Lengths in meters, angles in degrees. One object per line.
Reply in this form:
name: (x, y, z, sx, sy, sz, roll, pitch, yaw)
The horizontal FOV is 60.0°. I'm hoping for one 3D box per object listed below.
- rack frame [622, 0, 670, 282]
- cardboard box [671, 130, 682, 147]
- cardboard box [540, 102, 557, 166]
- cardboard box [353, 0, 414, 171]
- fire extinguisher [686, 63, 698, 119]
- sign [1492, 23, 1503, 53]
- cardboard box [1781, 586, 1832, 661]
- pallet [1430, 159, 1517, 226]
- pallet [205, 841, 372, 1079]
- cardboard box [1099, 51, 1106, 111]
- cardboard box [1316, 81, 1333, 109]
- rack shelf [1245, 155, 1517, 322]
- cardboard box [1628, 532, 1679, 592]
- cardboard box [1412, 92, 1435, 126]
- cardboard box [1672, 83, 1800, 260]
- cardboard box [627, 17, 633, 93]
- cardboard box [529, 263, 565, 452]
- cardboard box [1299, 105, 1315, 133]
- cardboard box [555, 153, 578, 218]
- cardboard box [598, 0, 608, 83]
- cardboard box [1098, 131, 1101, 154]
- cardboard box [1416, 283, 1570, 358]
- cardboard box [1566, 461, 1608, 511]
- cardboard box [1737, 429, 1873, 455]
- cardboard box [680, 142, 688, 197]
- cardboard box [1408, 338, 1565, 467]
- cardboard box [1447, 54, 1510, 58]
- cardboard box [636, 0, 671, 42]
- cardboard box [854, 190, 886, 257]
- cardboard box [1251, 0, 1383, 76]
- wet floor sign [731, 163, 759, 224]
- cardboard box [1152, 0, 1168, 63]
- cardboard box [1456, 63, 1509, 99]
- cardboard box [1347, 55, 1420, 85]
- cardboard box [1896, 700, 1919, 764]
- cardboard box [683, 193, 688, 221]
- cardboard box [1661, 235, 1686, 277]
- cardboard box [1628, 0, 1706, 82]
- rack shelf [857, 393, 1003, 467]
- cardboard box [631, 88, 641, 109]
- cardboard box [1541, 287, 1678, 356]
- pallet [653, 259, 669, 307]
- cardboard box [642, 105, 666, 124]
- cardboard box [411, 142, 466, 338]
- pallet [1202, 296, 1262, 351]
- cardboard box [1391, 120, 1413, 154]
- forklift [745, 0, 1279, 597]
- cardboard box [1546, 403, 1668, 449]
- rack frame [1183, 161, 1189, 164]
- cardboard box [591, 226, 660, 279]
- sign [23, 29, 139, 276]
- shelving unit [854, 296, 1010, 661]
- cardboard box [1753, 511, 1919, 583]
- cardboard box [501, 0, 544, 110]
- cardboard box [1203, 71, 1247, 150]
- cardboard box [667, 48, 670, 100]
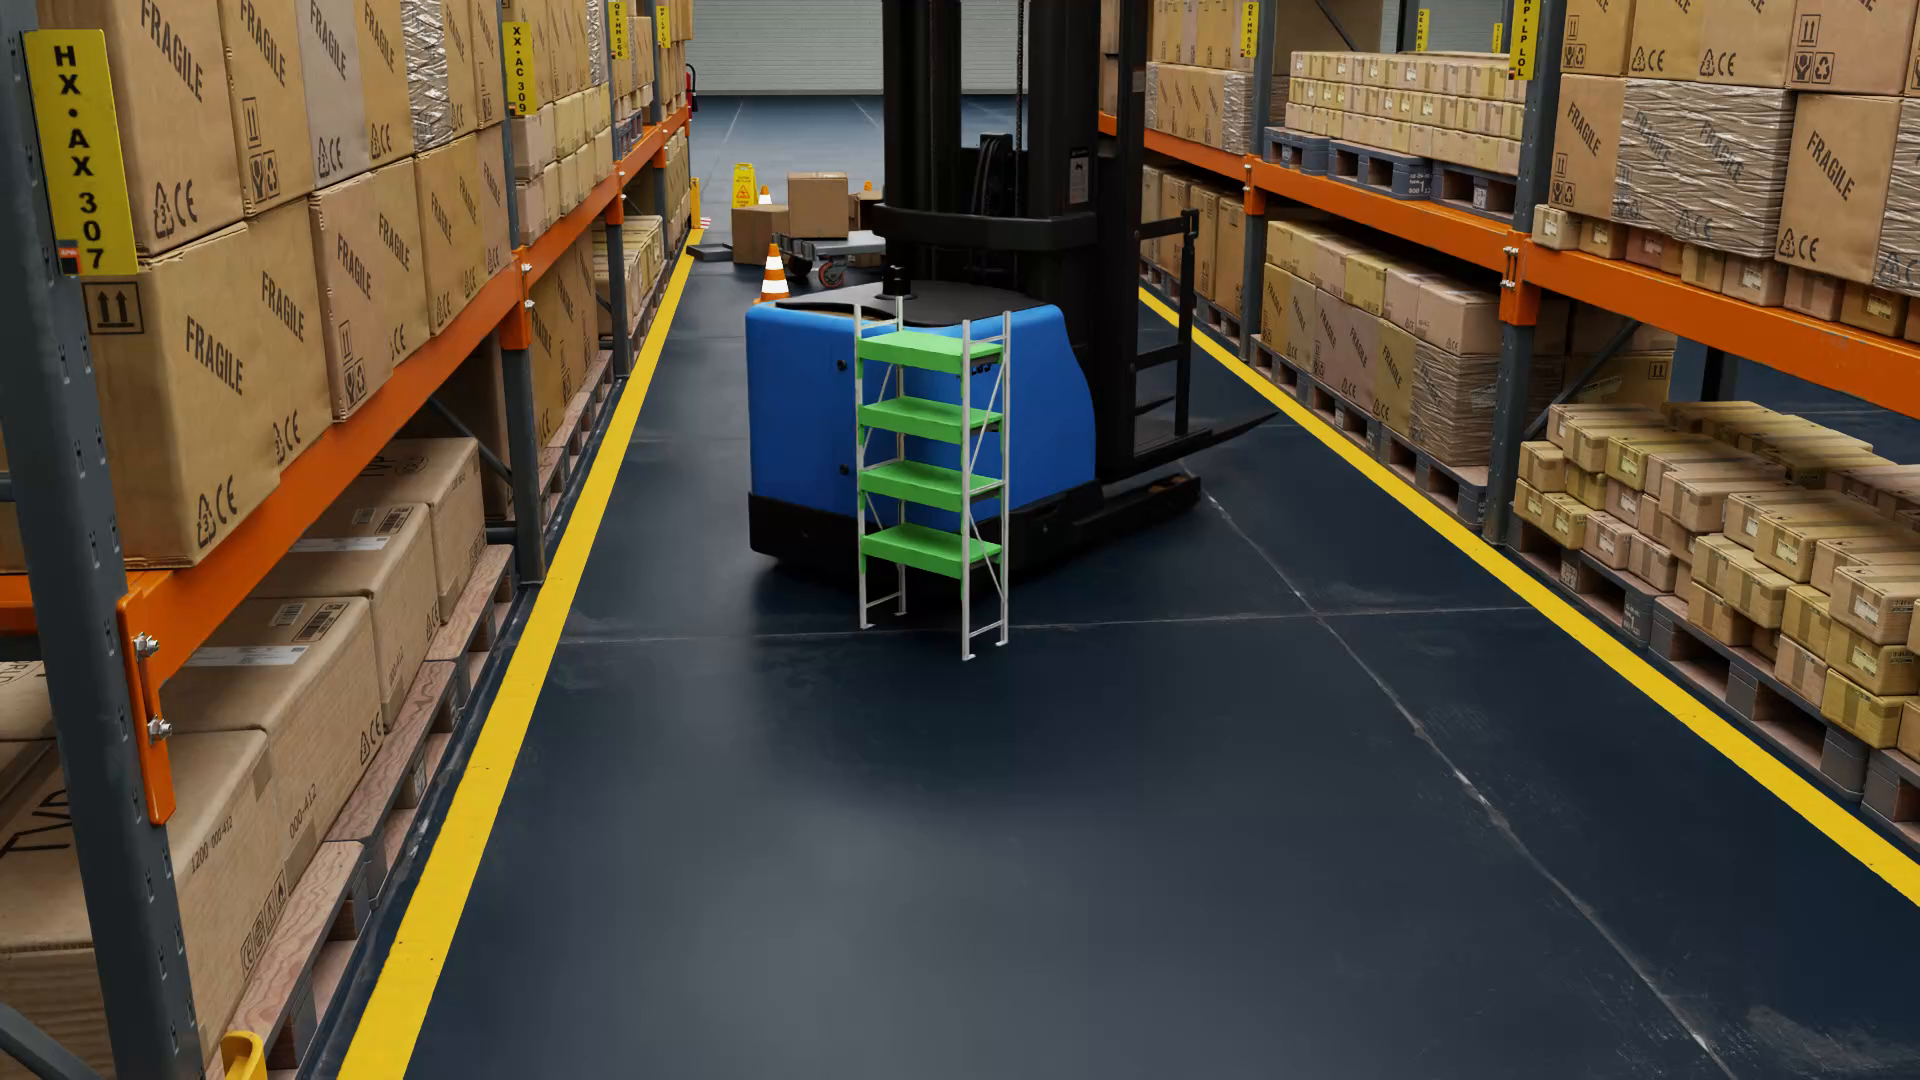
rack frame: (-2.982, -3.632, 13.738, 1.000, 3.000, 0.127, -2, 18, -6)
cardboard box: (-2.899, -3.888, 16.108, 0.380, 0.149, 0.250, -1, 17, -3)
cardboard box: (-2.003, -1.710, 7.031, 0.500, 0.250, 0.500, -2, 17, -5)
cardboard box: (-1.684, -1.189, 4.120, 0.500, 0.500, 0.500, -2, 18, -5)
fire extinguisher: (-2.948, -4.835, 17.700, 0.296, 0.674, 0.183, -2, 18, -6)
sign: (5.923, -5.526, 18.326, 0.100, 0.325, 0.005, -2, 18, -6)
cardboard box: (2.701, 0.244, 4.954, 0.380, 0.149, 0.250, -1, 17, -3)
pallet: (2.823, -1.572, 7.498, 1.003, 0.211, 1.213, -2, 18, -6)
pallet: (-1.904, 1.038, 3.519, 1.003, 0.211, 1.213, -2, 18, -6)
cardboard box: (1.709, -4.479, 16.185, 0.875, 0.550, 0.500, -2, 18, -6)
cardboard box: (2.255, -2.535, 9.467, 0.380, 0.149, 0.250, -2, 18, -7)
rack shelf: (2.550, -1.684, 8.735, 1.077, 0.370, 4.000, -2, 18, -6)
cardboard box: (2.655, 0.072, 5.997, 0.380, 0.149, 0.250, -2, 18, -7)
cardboard box: (2.410, -2.078, 8.009, 0.380, 0.149, 0.250, -3, 18, -8)
cardboard box: (2.631, -1.168, 5.225, 0.500, 0.500, 0.500, -2, 18, -7)
cardboard box: (-2.507, -3.285, 11.267, 0.500, 0.500, 0.500, -1, 17, -5)
cardboard box: (-2.401, -0.886, 7.839, 0.875, 0.875, 0.875, -1, 17, -4)
cardboard box: (2.217, -2.484, 9.801, 0.380, 0.149, 0.250, -1, 17, -3)
cardboard box: (-2.031, -1.624, 7.591, 0.500, 0.250, 0.500, -2, 18, -6)
cardboard box: (-2.256, -2.819, 9.313, 0.500, 0.500, 0.500, -2, 18, -7)
cardboard box: (1.747, -3.731, 16.901, 0.875, 0.875, 0.875, -2, 18, -7)
cardboard box: (2.428, -1.011, 7.610, 0.500, 0.250, 0.500, -2, 18, -7)
cardboard box: (2.591, -0.223, 6.442, 0.380, 0.149, 0.250, -2, 18, -5)
cardboard box: (3.151, -0.309, 6.218, 0.380, 0.149, 0.250, -2, 18, -6)
cardboard box: (-2.995, -3.684, 16.541, 0.500, 0.500, 0.500, -1, 17, -4)
cardboard box: (2.430, -0.652, 7.718, 0.500, 0.500, 0.500, -2, 18, -7)
cardboard box: (2.933, -2.623, 9.251, 0.380, 0.149, 0.250, -1, 17, -4)
cardboard box: (-2.811, -4.437, 13.968, 0.700, 0.500, 0.500, -2, 18, -6)
cardboard box: (-0.590, -2.974, 15.583, 0.797, 0.637, 0.503, -2, 18, -6)
cardboard box: (2.308, -3.282, 10.788, 0.700, 0.500, 0.500, -2, 18, -6)
wet floor sign: (-2.350, -3.790, 18.173, 0.267, 0.644, 0.232, 4, 18, 13)
cardboard box: (1.989, -4.192, 13.686, 0.700, 0.500, 0.500, -2, 18, -7)
cardboard box: (2.468, -2.067, 7.477, 0.380, 0.149, 0.250, -2, 18, -7)
cardboard box: (2.307, -2.531, 8.957, 0.380, 0.149, 0.250, -1, 17, -3)
cardboard box: (2.800, 0.542, 4.503, 0.380, 0.149, 0.250, -2, 18, -5)
cardboard box: (-2.998, -3.325, 16.650, 0.500, 0.250, 0.500, -2, 18, -5)
cardboard box: (2.663, -0.984, 5.722, 0.380, 0.149, 0.250, -3, 18, -8)
cardboard box: (2.629, -1.802, 5.577, 0.500, 0.500, 0.500, -2, 18, -7)
rack shelf: (-0.099, -0.392, 5.835, 0.480, 0.148, 0.258, 14, 22, 37)
cardboard box: (-2.563, -3.263, 12.282, 0.380, 0.149, 0.250, -2, 18, -6)
cardboard box: (2.943, -1.025, 7.656, 0.500, 0.250, 0.500, -3, 18, -8)
pallet: (-2.900, -2.070, 13.417, 1.003, 0.211, 1.213, -2, 18, -6)
cardboard box: (-2.695, -3.616, 14.106, 0.380, 0.149, 0.250, -2, 18, -6)
cardboard box: (-1.729, -0.864, 4.753, 0.500, 0.500, 0.500, -2, 18, -6)
pallet: (2.338, -1.530, 11.699, 1.003, 0.211, 1.213, -2, 18, -6)
cardboard box: (2.381, -2.012, 8.297, 0.380, 0.149, 0.250, -1, 17, -3)
forklift: (0.443, -1.557, 7.244, 1.130, 2.935, 3.031, 13, 22, 36)
cardboard box: (2.586, -0.447, 6.657, 0.380, 0.149, 0.250, -1, 17, -3)
rack frame: (1.932, -3.815, 14.321, 1.000, 3.000, 0.127, -2, 18, -6)
cardboard box: (-2.848, -2.208, 12.890, 0.950, 0.372, 0.625, -1, 17, -2)
sign: (-1.191, -0.523, 2.258, 0.100, 0.325, 0.005, -2, 18, -6)
shelving unit: (-0.099, -0.224, 5.887, 0.503, 1.200, 0.258, 14, 22, 37)
cardboard box: (2.722, 0.020, 5.171, 0.380, 0.149, 0.250, -2, 18, -5)
cardboard box: (-1.916, -1.913, 6.427, 0.500, 0.500, 0.500, -2, 17, -5)
cardboard box: (1.981, -2.946, 11.385, 0.500, 0.500, 0.500, -2, 18, -6)
cardboard box: (-2.825, -4.110, 14.598, 0.500, 0.500, 0.500, -2, 18, -6)
